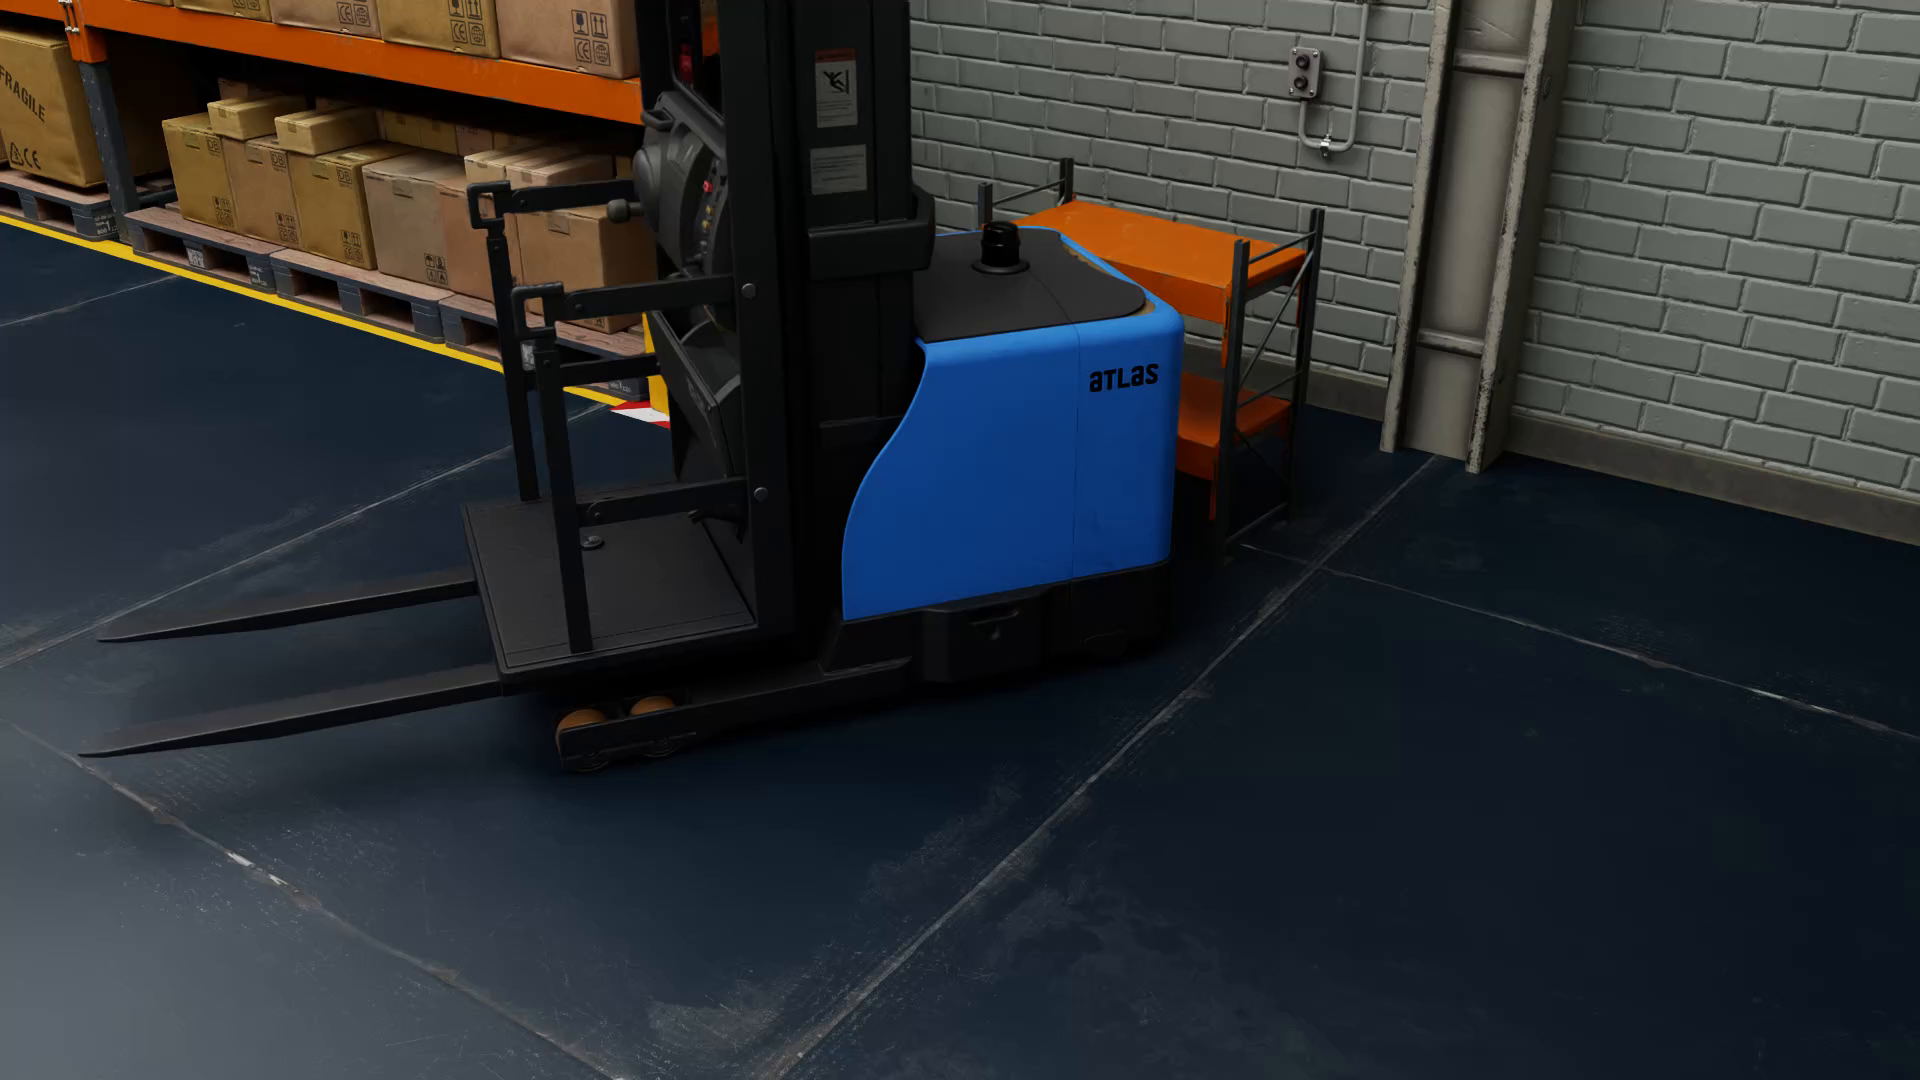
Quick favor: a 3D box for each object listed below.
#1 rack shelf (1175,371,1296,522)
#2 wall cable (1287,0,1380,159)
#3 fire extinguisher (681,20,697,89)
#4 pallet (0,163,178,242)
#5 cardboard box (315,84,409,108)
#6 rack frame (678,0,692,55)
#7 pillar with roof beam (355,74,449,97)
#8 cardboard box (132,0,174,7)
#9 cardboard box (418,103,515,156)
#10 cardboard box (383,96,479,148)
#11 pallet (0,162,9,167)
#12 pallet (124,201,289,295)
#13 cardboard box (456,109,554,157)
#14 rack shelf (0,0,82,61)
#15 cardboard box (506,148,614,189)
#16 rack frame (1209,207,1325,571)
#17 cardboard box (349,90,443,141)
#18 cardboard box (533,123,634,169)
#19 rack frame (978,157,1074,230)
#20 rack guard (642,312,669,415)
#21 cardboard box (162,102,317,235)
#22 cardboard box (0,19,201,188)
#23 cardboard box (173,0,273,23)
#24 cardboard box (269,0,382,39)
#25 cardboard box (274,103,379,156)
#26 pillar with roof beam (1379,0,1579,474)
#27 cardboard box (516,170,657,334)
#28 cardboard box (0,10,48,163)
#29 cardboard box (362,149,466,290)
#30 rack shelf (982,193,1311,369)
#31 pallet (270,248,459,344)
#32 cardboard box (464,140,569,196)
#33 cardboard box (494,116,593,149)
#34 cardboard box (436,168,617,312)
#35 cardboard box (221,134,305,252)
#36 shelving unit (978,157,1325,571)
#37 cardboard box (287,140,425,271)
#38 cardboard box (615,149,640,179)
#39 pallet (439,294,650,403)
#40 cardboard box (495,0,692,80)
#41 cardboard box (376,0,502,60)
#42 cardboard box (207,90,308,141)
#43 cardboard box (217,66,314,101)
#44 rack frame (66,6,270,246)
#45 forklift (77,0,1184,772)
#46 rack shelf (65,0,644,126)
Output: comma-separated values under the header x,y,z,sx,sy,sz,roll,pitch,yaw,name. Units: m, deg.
x,y,z,sx,sy,sz,roll,pitch,yaw,name
0.621,-0.419,5.872,1.000,0.278,0.538,21,34,35,rack shelf
0.748,-2.540,6.313,1.851,1.984,0.084,17,32,30,wall cable
-0.980,-1.650,6.182,0.183,0.674,0.296,17,32,30,fire extinguisher
-4.819,-2.017,9.480,1.213,0.211,1.003,17,32,30,pallet
-2.936,-2.131,8.208,0.250,0.149,0.380,16,31,29,cardboard box
-0.843,-2.062,6.495,0.127,3.000,1.000,17,32,30,rack frame
-5.511,-4.297,4.272,0.400,9.000,9.100,17,32,30,pillar with roof beam
-3.702,-3.078,8.160,0.700,0.700,0.980,18,32,31,cardboard box
-2.307,-1.934,7.822,0.250,0.149,0.380,18,32,31,cardboard box
-2.515,-2.000,7.950,0.250,0.149,0.380,17,31,29,cardboard box
-5.829,-2.330,10.095,1.213,0.211,1.003,17,32,30,pallet
-3.558,-1.622,8.705,1.213,0.211,1.003,17,32,30,pallet
-2.095,-1.869,7.693,0.250,0.149,0.380,18,32,31,cardboard box
-5.789,-3.282,9.686,4.000,0.370,1.077,17,32,30,rack shelf
-1.686,-1.532,7.030,0.250,0.149,0.380,17,31,30,cardboard box
1.007,-0.487,5.467,0.032,1.125,0.500,21,34,35,rack frame
-2.728,-2.066,8.079,0.250,0.149,0.380,18,32,31,cardboard box
-1.679,-1.739,7.438,0.250,0.149,0.380,17,32,30,cardboard box
0.234,-0.787,6.056,0.032,1.125,0.500,21,34,35,rack frame
-0.823,-0.942,7.050,0.348,0.500,1.175,17,32,30,rack guard
-3.582,-1.932,8.533,0.500,0.500,0.700,18,32,31,cardboard box
-4.750,-2.437,9.138,0.750,0.750,0.750,18,32,31,cardboard box
-3.104,-2.888,7.787,0.700,0.700,0.980,16,31,29,cardboard box
-2.498,-2.705,7.427,0.700,0.700,0.980,16,31,28,cardboard box
-2.973,-1.931,7.815,0.250,0.149,0.380,16,31,29,cardboard box
-0.565,-2.757,1.245,0.400,9.000,9.100,17,32,30,pillar with roof beam
-1.477,-1.278,7.247,0.500,0.500,0.700,17,32,30,cardboard box
-5.484,-2.664,9.585,0.750,0.750,0.750,18,32,32,cardboard box
-2.304,-1.535,7.752,0.500,0.500,0.700,16,31,29,cardboard box
0.621,-0.898,5.629,1.000,0.278,0.538,21,34,35,rack shelf
-2.548,-1.309,8.090,1.213,0.211,1.003,17,32,30,pallet
-1.897,-1.597,7.159,0.250,0.149,0.380,18,32,32,cardboard box
-1.885,-1.804,7.565,0.250,0.149,0.380,18,32,31,cardboard box
-1.889,-1.406,7.499,0.500,0.500,0.700,17,32,30,cardboard box
-3.170,-1.802,8.277,0.500,0.500,0.700,17,32,30,cardboard box
0.621,-0.637,5.762,1.048,1.125,0.538,21,34,35,shelving unit
-2.748,-1.669,8.016,0.500,0.500,0.700,18,32,31,cardboard box
-1.260,-1.610,7.183,0.250,0.149,0.380,18,32,31,cardboard box
-1.547,-0.996,7.474,1.213,0.211,1.003,17,32,30,pallet
-1.269,-2.323,6.677,0.700,0.700,0.980,19,33,33,cardboard box
-1.875,-2.506,7.036,0.700,0.700,0.980,17,32,30,cardboard box
-3.403,-2.065,8.079,0.250,0.149,0.380,19,32,32,cardboard box
-3.589,-2.333,8.604,0.250,0.149,0.380,17,32,30,cardboard box
-4.140,-3.089,8.513,0.127,3.000,1.000,17,32,30,rack frame
-0.926,-0.948,4.382,3.031,2.935,1.130,-10,29,-18,forklift
-2.492,-2.255,7.667,4.000,0.370,1.077,17,32,30,rack shelf
